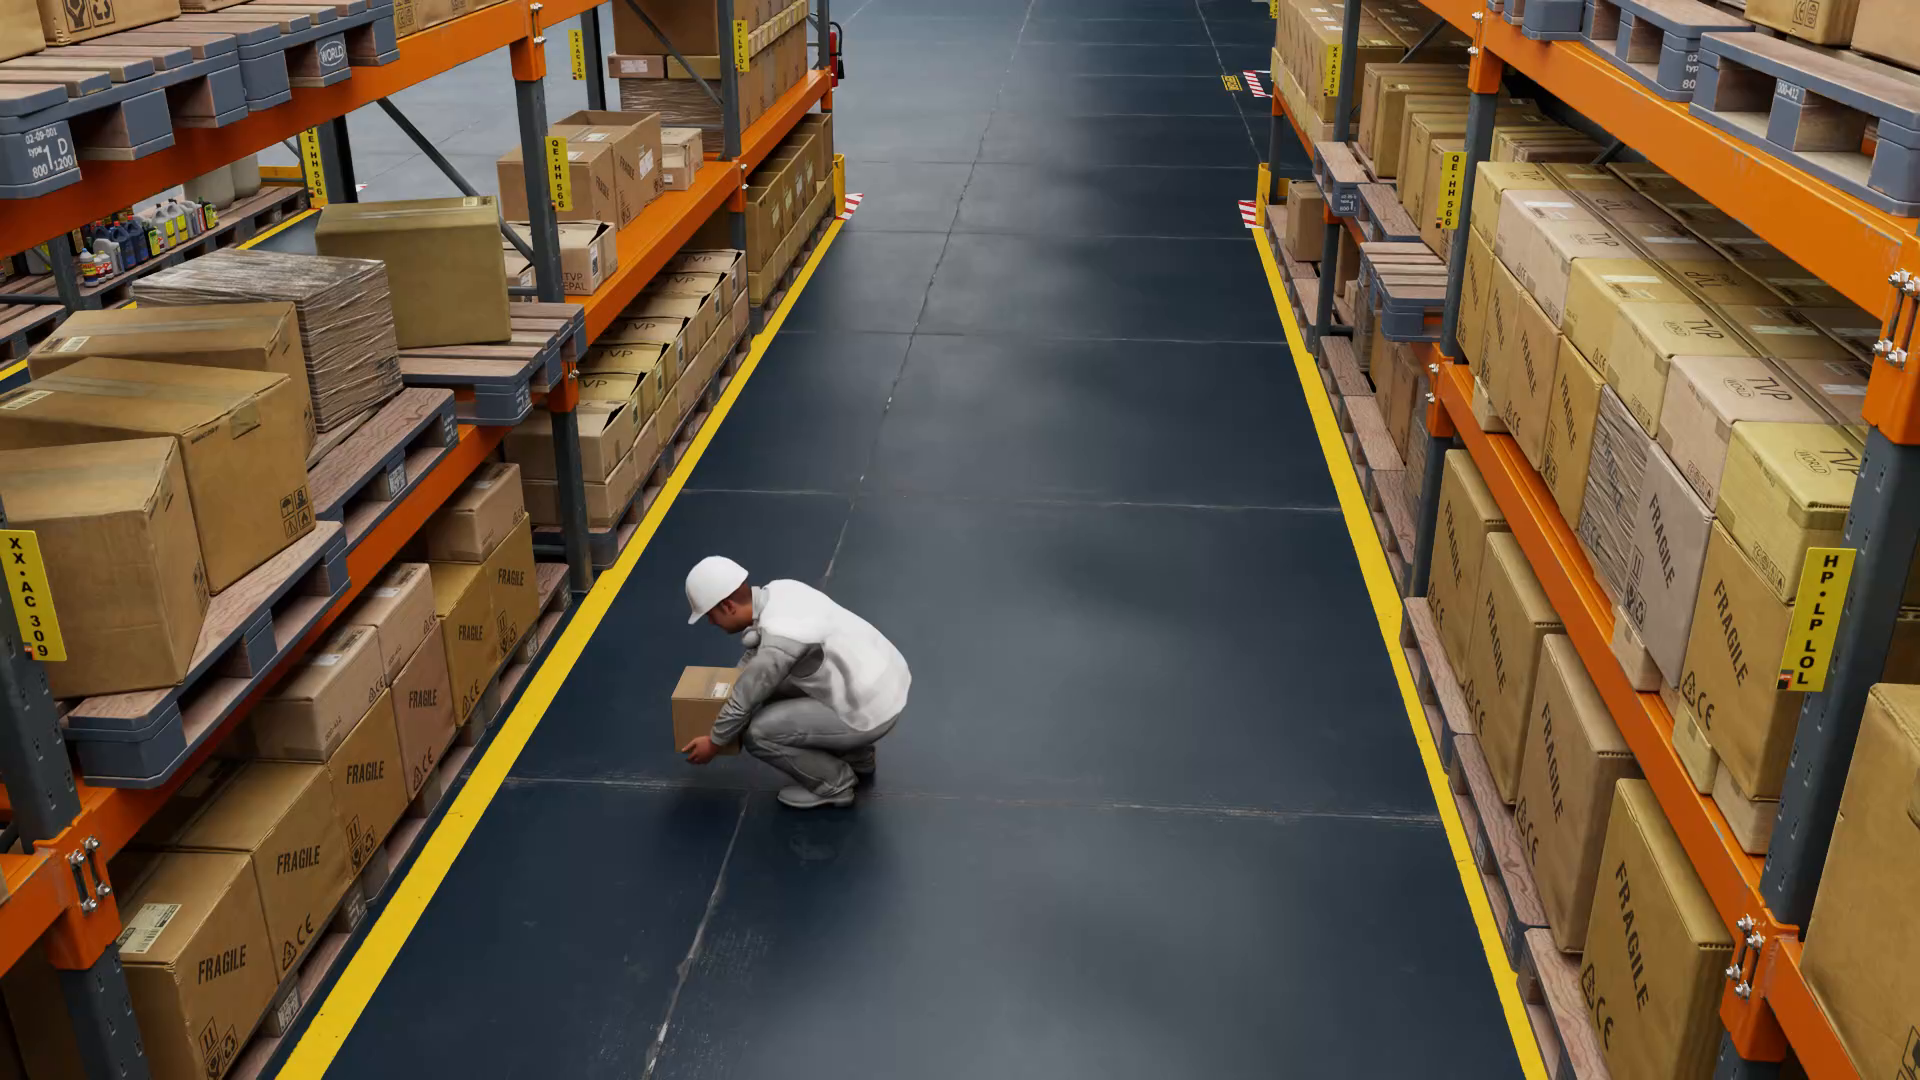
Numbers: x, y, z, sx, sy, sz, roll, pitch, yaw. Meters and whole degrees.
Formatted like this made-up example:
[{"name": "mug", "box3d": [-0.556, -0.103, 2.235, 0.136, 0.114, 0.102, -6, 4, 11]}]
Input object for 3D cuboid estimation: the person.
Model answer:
[{"name": "person", "box3d": [-0.627, 0.517, 6.369, 0.862, 1.010, 0.534, 2, 24, 4]}]
